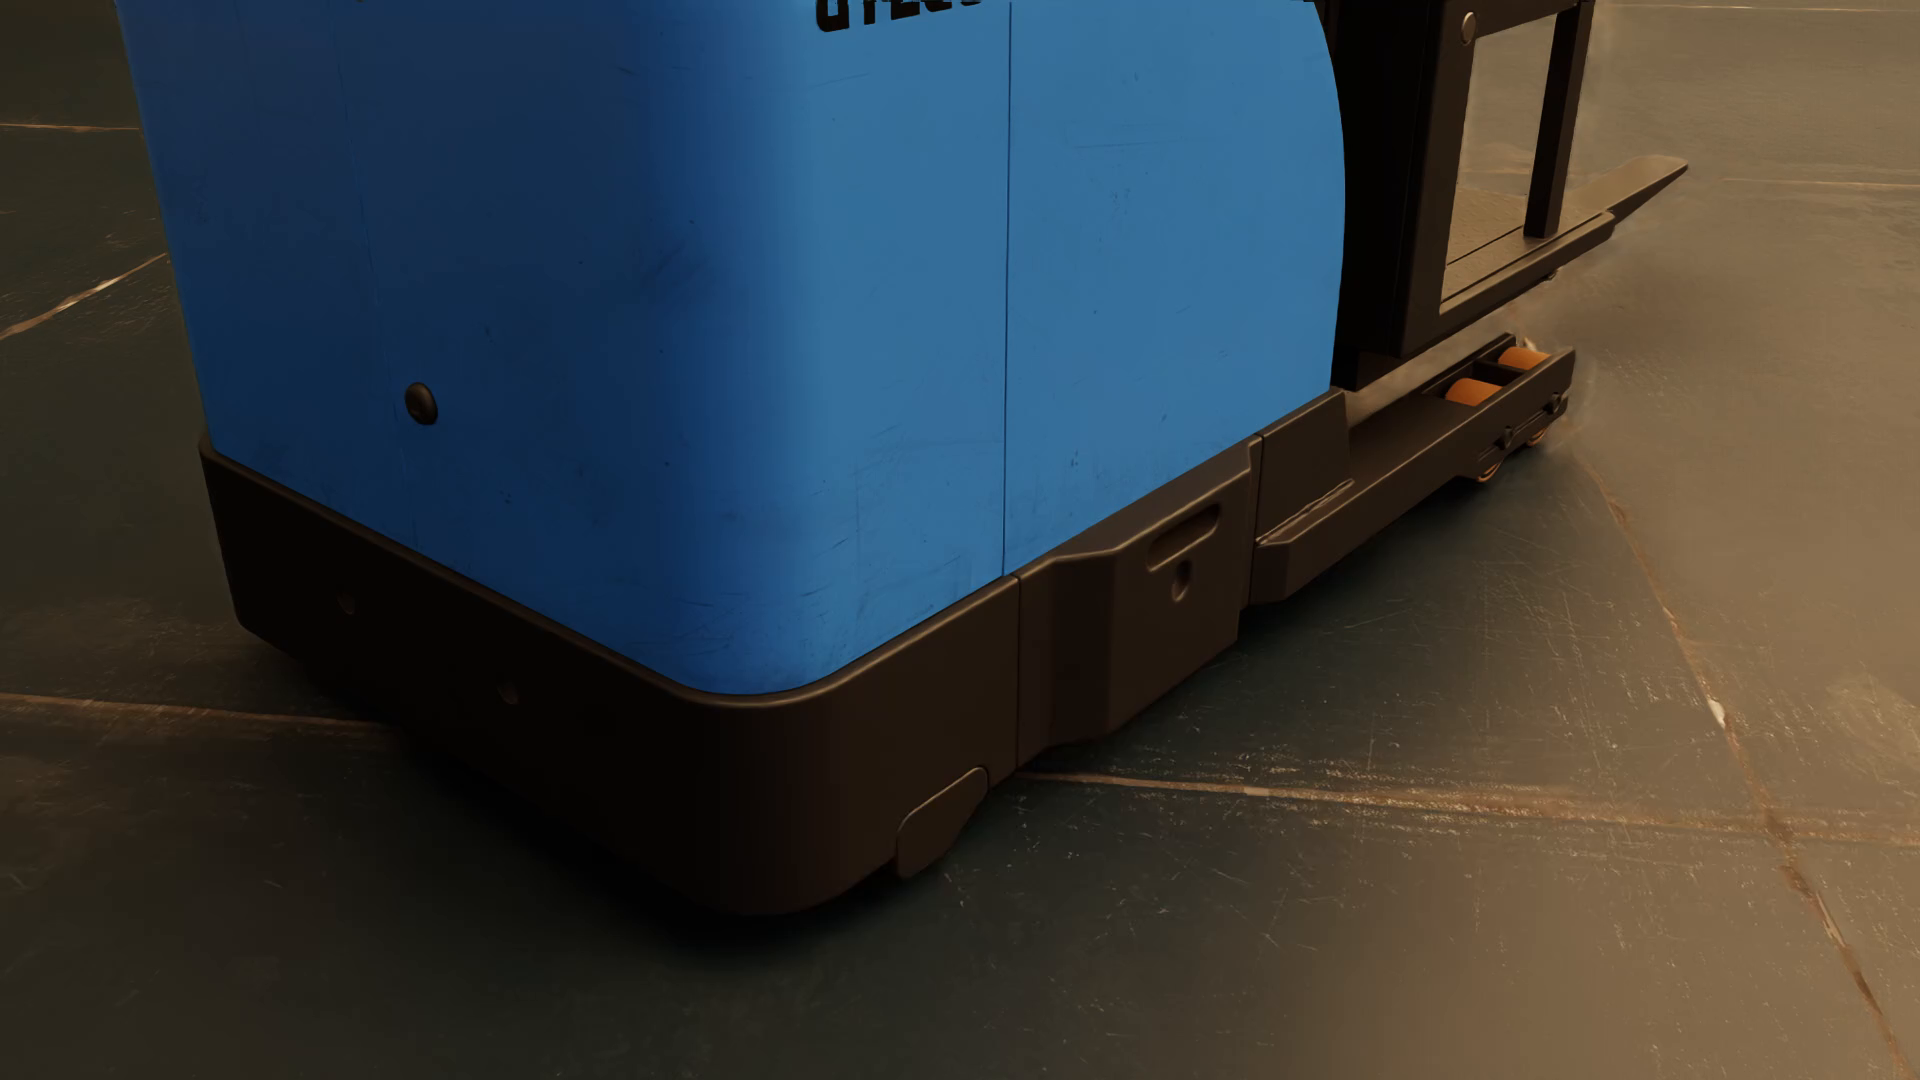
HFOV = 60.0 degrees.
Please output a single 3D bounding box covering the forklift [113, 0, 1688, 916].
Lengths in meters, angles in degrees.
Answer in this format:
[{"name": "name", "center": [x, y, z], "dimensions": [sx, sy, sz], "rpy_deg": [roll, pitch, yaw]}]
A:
[{"name": "forklift", "center": [0.387, -1.532, 2.288], "dimensions": [1.130, 2.935, 3.031], "rpy_deg": [20, 33, 35]}]
